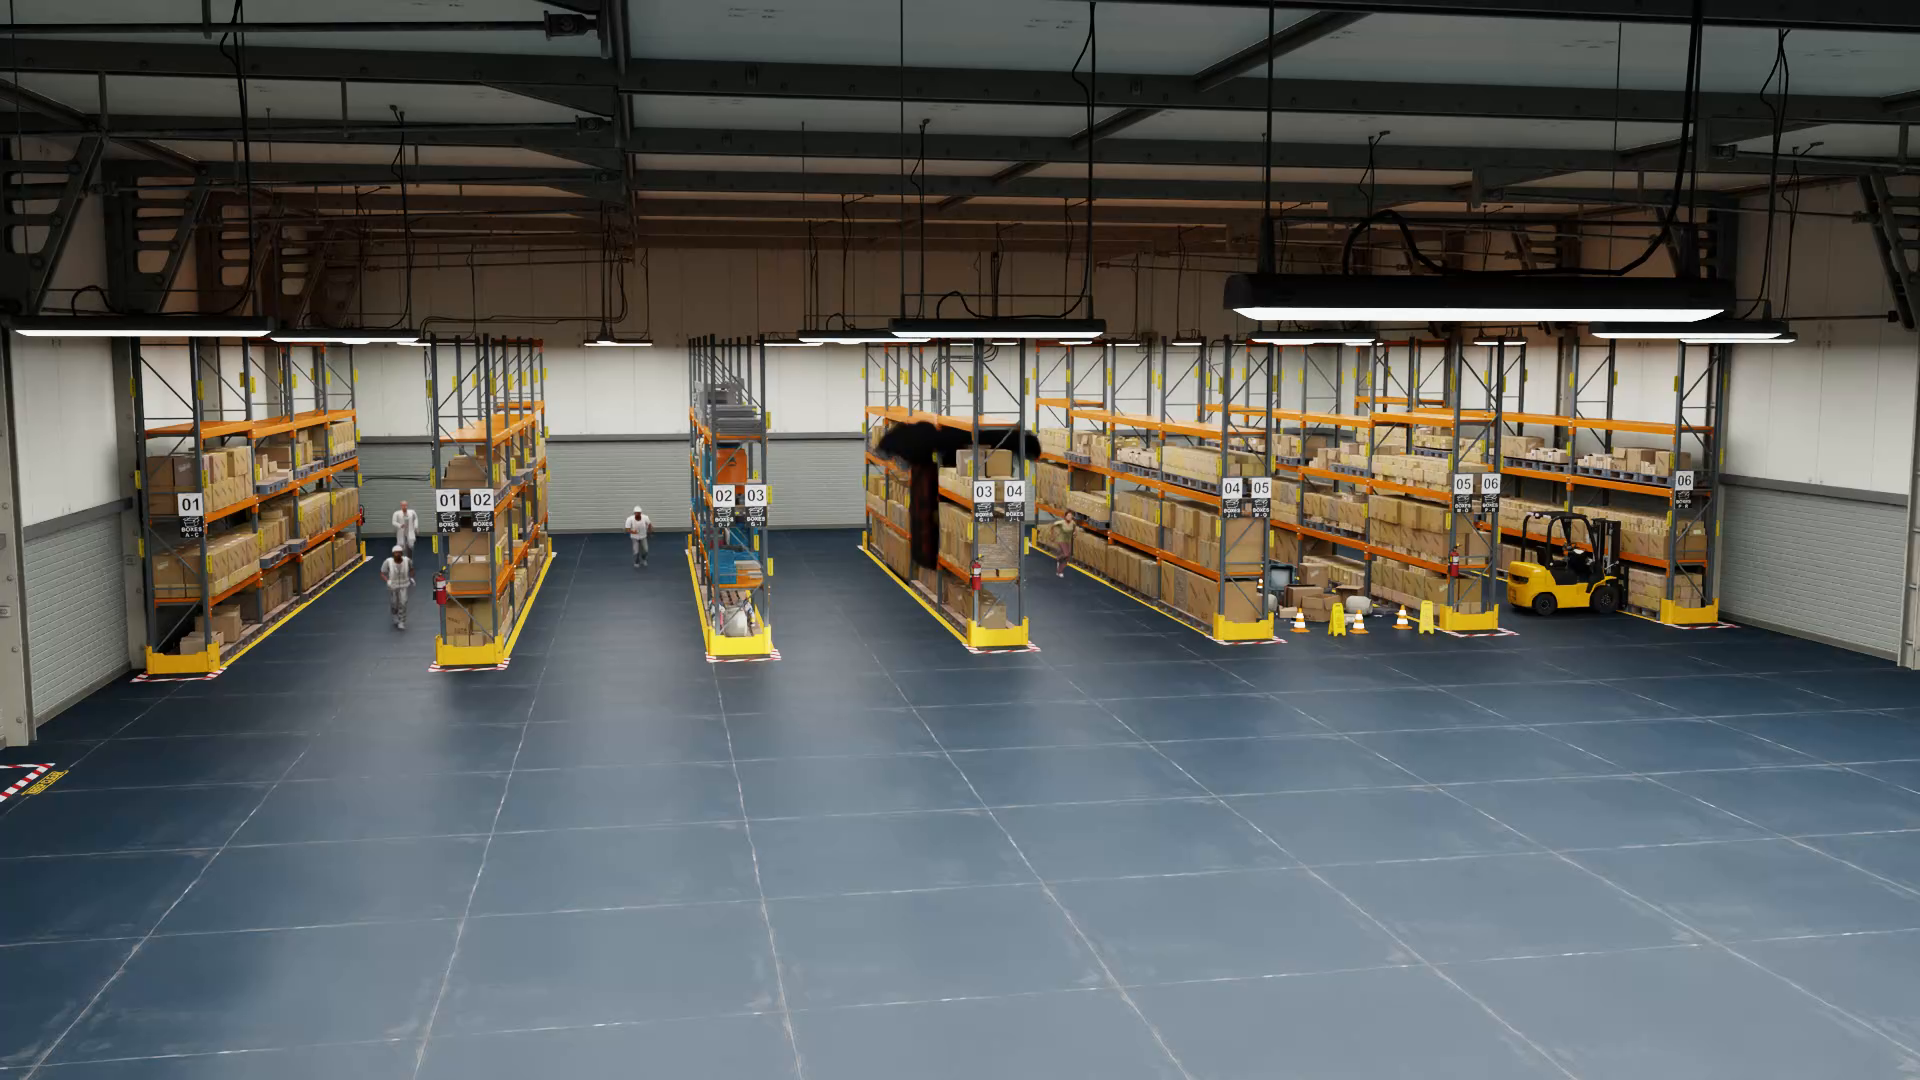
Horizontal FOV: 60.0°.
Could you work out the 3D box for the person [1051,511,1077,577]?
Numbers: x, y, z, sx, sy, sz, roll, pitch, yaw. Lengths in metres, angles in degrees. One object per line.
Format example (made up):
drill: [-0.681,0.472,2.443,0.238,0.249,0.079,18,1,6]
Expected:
person: [2.526,0.096,39.748,0.561,1.610,0.675,-3,7,-27]

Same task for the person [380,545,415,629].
person: [-11.579,0.950,34.242,0.685,1.731,0.788,-3,7,-23]

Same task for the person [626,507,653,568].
person: [-8.362,-0.062,43.373,0.723,1.653,0.832,-2,7,-18]

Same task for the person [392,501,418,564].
person: [-14.514,-0.138,43.549,0.663,1.780,0.849,-3,7,-23]
